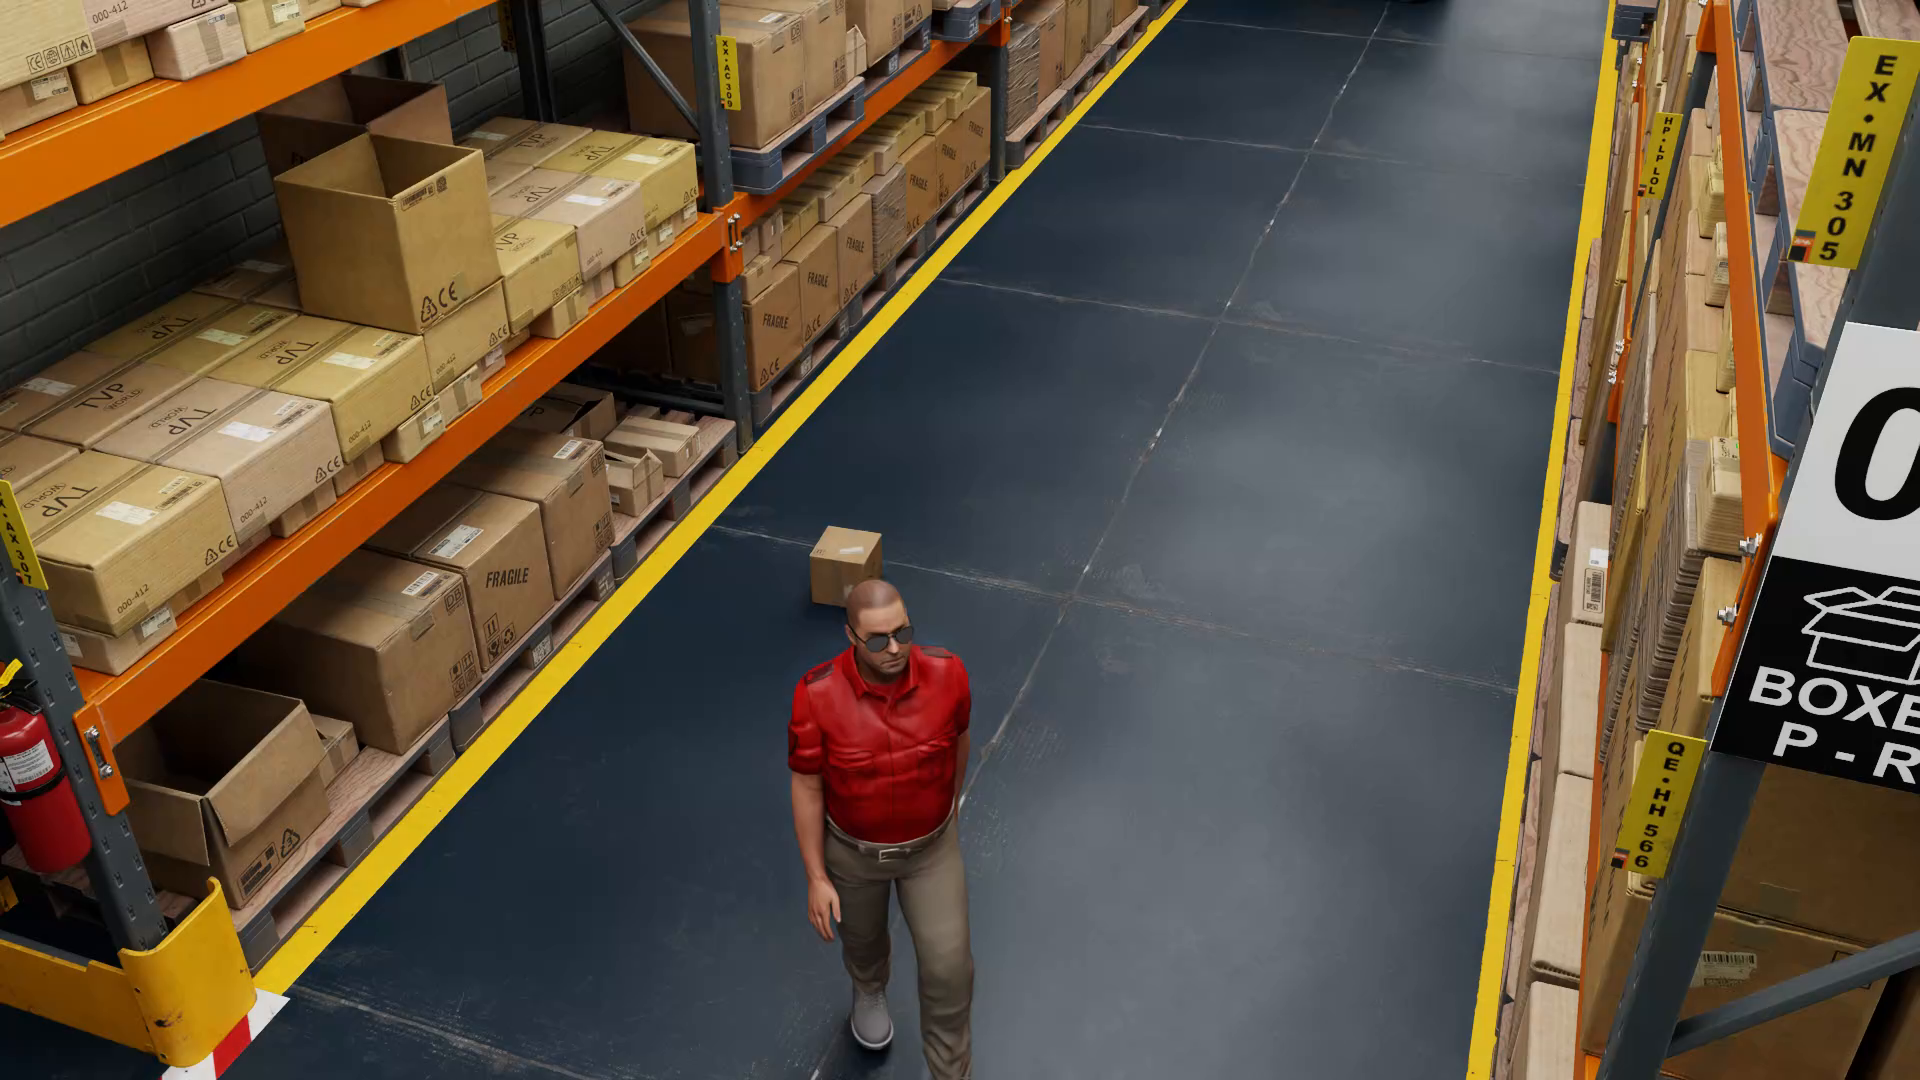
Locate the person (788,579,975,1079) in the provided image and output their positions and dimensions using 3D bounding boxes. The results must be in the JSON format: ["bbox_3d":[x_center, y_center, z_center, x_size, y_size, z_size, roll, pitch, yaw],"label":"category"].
[{"bbox_3d":[-0.196,0.939,4.752,0.535,1.784,0.708,-6,33,-9],"label":"person"}]
